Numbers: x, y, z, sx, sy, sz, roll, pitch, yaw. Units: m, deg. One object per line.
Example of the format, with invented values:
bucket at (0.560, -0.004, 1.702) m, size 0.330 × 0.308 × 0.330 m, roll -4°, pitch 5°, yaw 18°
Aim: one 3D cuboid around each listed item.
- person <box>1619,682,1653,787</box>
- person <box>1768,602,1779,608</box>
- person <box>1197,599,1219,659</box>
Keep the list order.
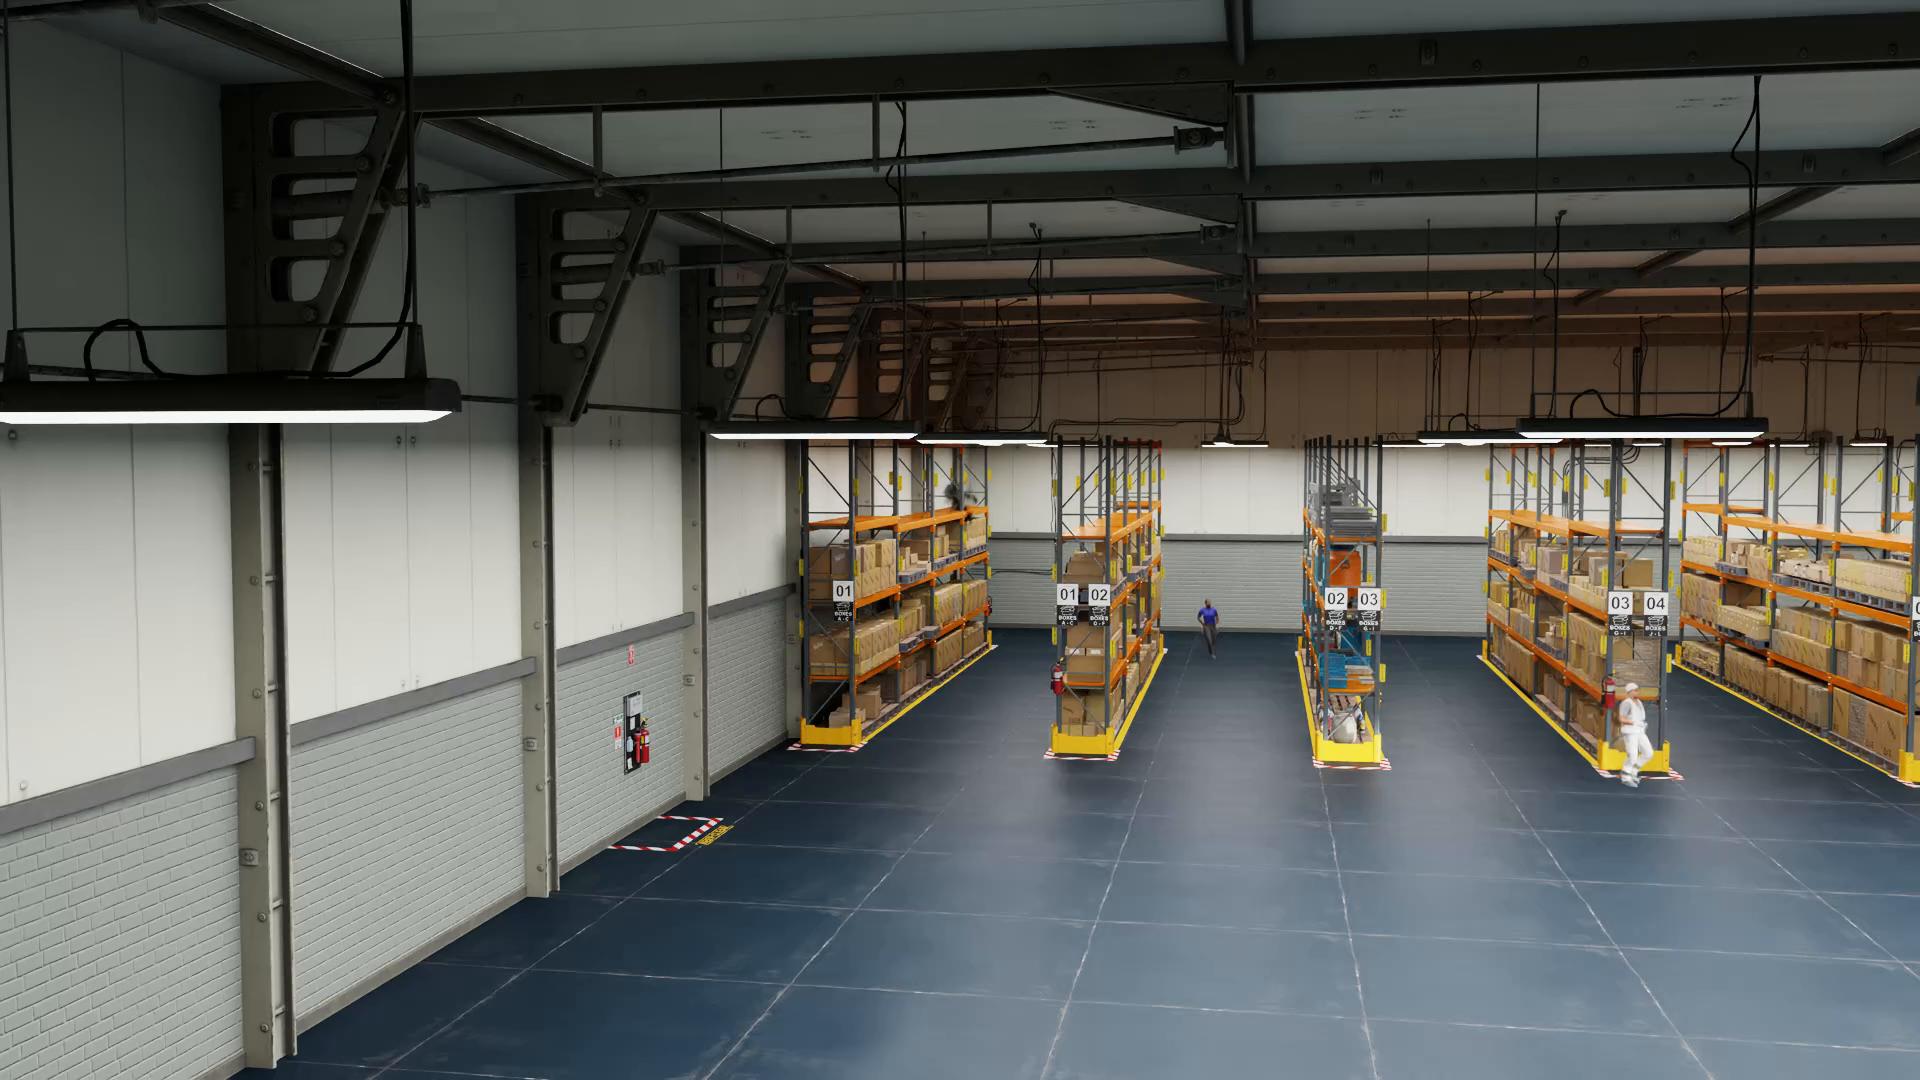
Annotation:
person at (11.517, 3.317, 28.273) m, size 0.710 × 1.776 × 0.588 m, roll -2°, pitch 4°, yaw -34°
person at (22.204, 2.450, 45.352) m, size 0.533 × 1.674 × 0.575 m, roll 1°, pitch 3°, yaw 18°
person at (6.866, 2.440, 45.952) m, size 0.594 × 1.641 × 0.733 m, roll 0°, pitch 3°, yaw -6°
